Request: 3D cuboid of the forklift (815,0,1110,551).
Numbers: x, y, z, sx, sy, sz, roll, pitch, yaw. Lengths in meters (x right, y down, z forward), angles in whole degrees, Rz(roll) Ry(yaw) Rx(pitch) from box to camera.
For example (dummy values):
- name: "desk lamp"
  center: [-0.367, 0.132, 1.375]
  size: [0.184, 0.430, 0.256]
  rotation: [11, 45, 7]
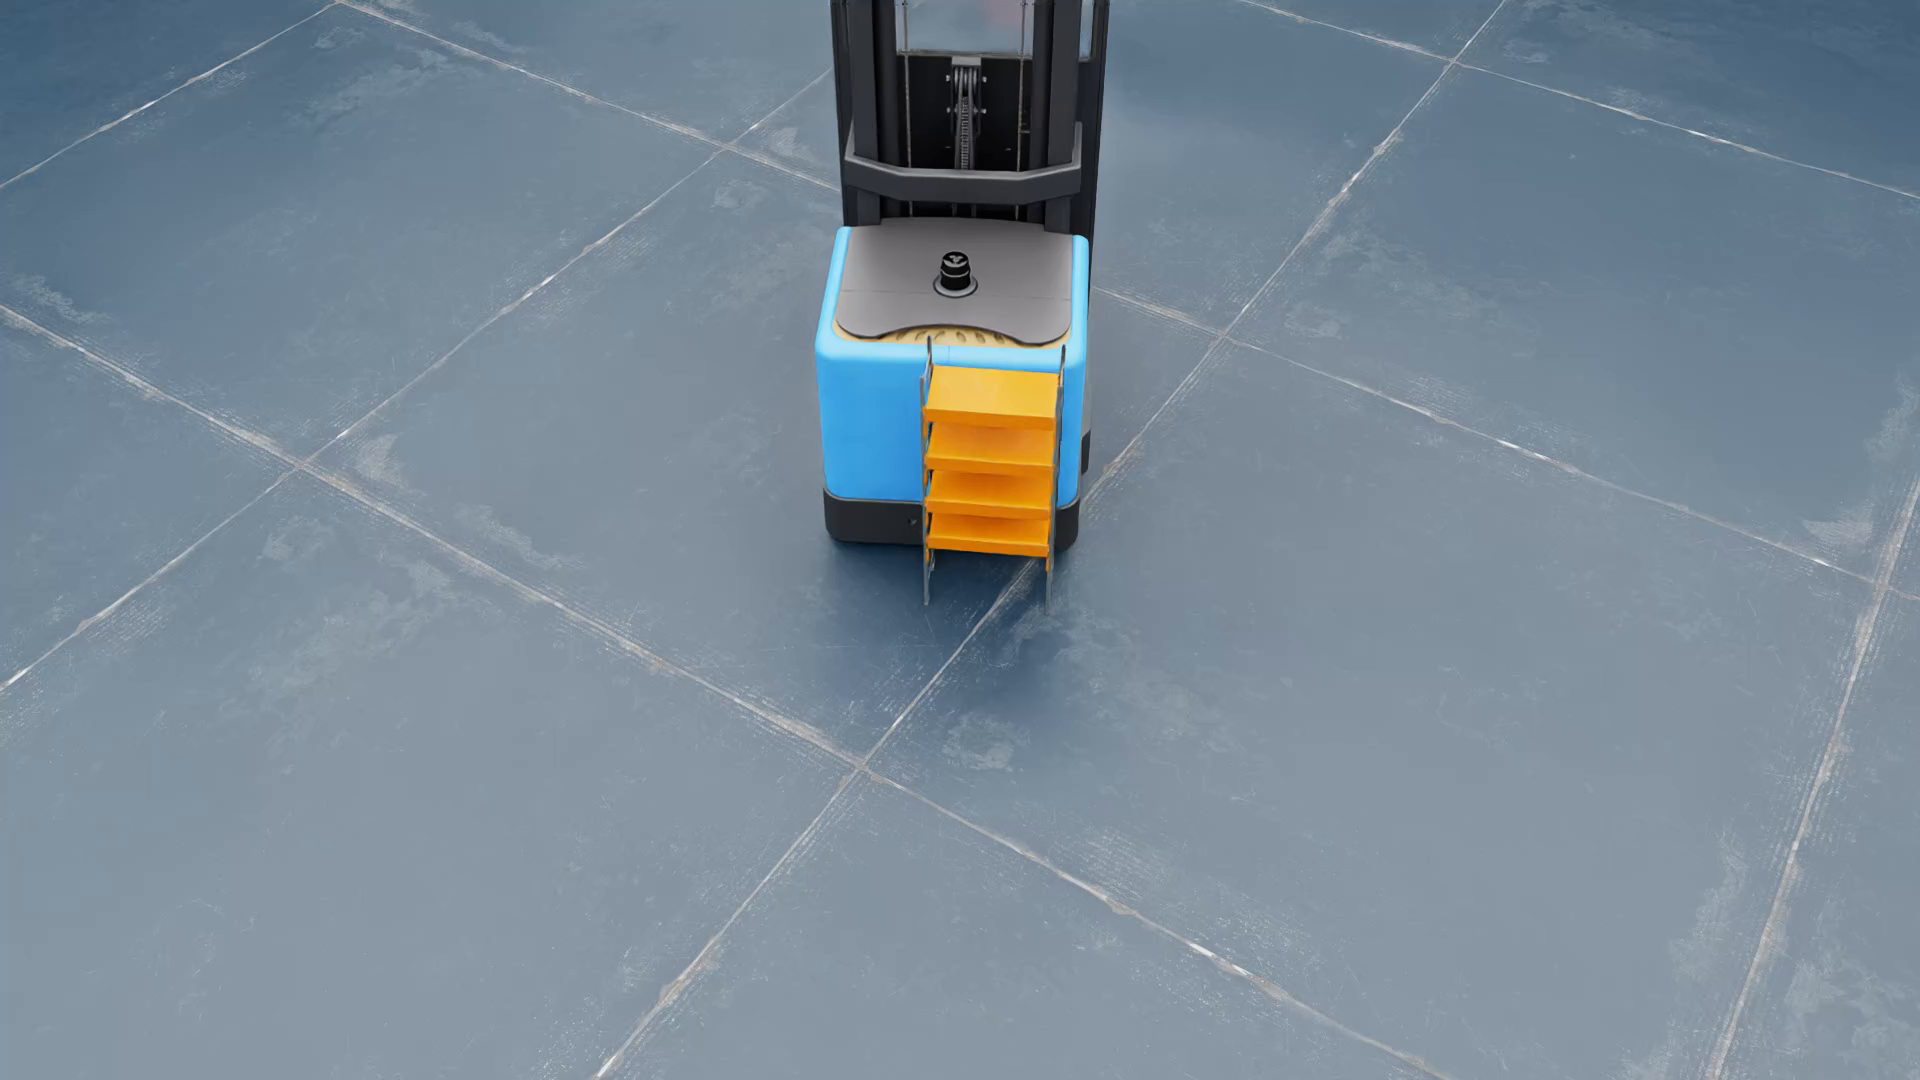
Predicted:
- name: "forklift"
  center: [0.055, -2.029, 6.900]
  size: [1.130, 2.935, 3.031]
  rotation: [3, 46, 3]

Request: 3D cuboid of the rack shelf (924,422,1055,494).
- name: "rack shelf"
  center: [0.119, -0.330, 6.238]
  size: [0.480, 0.148, 0.258]
  rotation: [4, 46, 4]

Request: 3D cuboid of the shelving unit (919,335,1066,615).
- name: "shelving unit"
  center: [0.119, -0.221, 6.350]
  size: [0.503, 1.200, 0.258]
  rotation: [4, 46, 4]

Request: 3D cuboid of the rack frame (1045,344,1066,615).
- name: "rack frame"
  center: [0.362, -0.203, 6.332]
  size: [0.015, 1.200, 0.240]
  rotation: [4, 46, 4]

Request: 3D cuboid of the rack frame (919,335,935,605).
- name: "rack frame"
  center: [-0.123, -0.240, 6.369]
  size: [0.015, 1.200, 0.240]
  rotation: [4, 46, 4]

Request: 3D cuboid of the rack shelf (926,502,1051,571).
- name: "rack shelf"
  center: [0.119, -0.036, 6.541]
  size: [0.480, 0.148, 0.258]
  rotation: [4, 46, 4]

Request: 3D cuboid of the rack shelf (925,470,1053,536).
- name: "rack shelf"
  center: [0.119, -0.174, 6.399]
  size: [0.480, 0.148, 0.258]
  rotation: [4, 46, 4]

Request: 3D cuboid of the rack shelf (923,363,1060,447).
- name: "rack shelf"
  center: [0.119, -0.495, 6.068]
  size: [0.480, 0.148, 0.258]
  rotation: [4, 46, 4]
